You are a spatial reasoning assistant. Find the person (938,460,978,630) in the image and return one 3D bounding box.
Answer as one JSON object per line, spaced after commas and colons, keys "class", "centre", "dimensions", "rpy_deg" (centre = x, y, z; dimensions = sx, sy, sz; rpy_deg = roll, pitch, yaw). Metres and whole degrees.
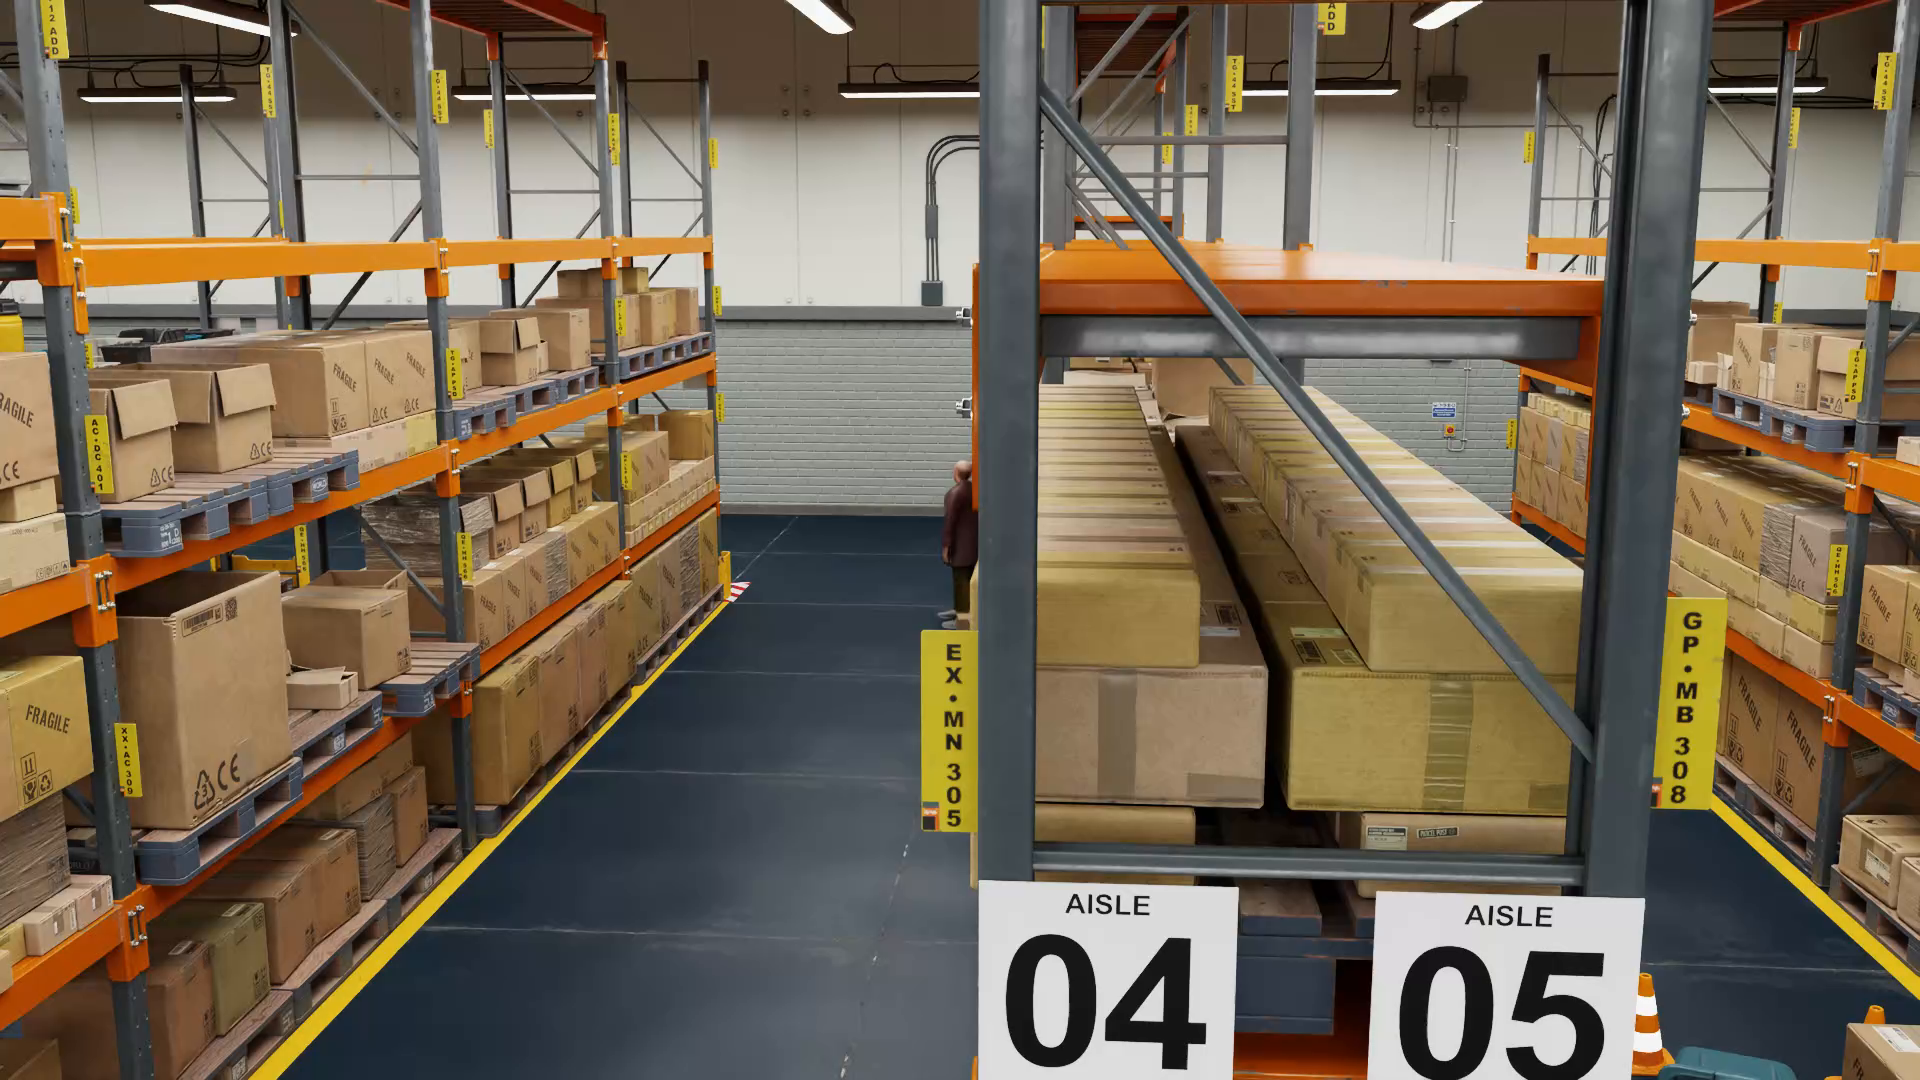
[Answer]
{"class": "person", "centre": [-0.018, 0.036, 17.635], "dimensions": [0.571, 1.780, 0.645], "rpy_deg": [7, 13, 33]}
